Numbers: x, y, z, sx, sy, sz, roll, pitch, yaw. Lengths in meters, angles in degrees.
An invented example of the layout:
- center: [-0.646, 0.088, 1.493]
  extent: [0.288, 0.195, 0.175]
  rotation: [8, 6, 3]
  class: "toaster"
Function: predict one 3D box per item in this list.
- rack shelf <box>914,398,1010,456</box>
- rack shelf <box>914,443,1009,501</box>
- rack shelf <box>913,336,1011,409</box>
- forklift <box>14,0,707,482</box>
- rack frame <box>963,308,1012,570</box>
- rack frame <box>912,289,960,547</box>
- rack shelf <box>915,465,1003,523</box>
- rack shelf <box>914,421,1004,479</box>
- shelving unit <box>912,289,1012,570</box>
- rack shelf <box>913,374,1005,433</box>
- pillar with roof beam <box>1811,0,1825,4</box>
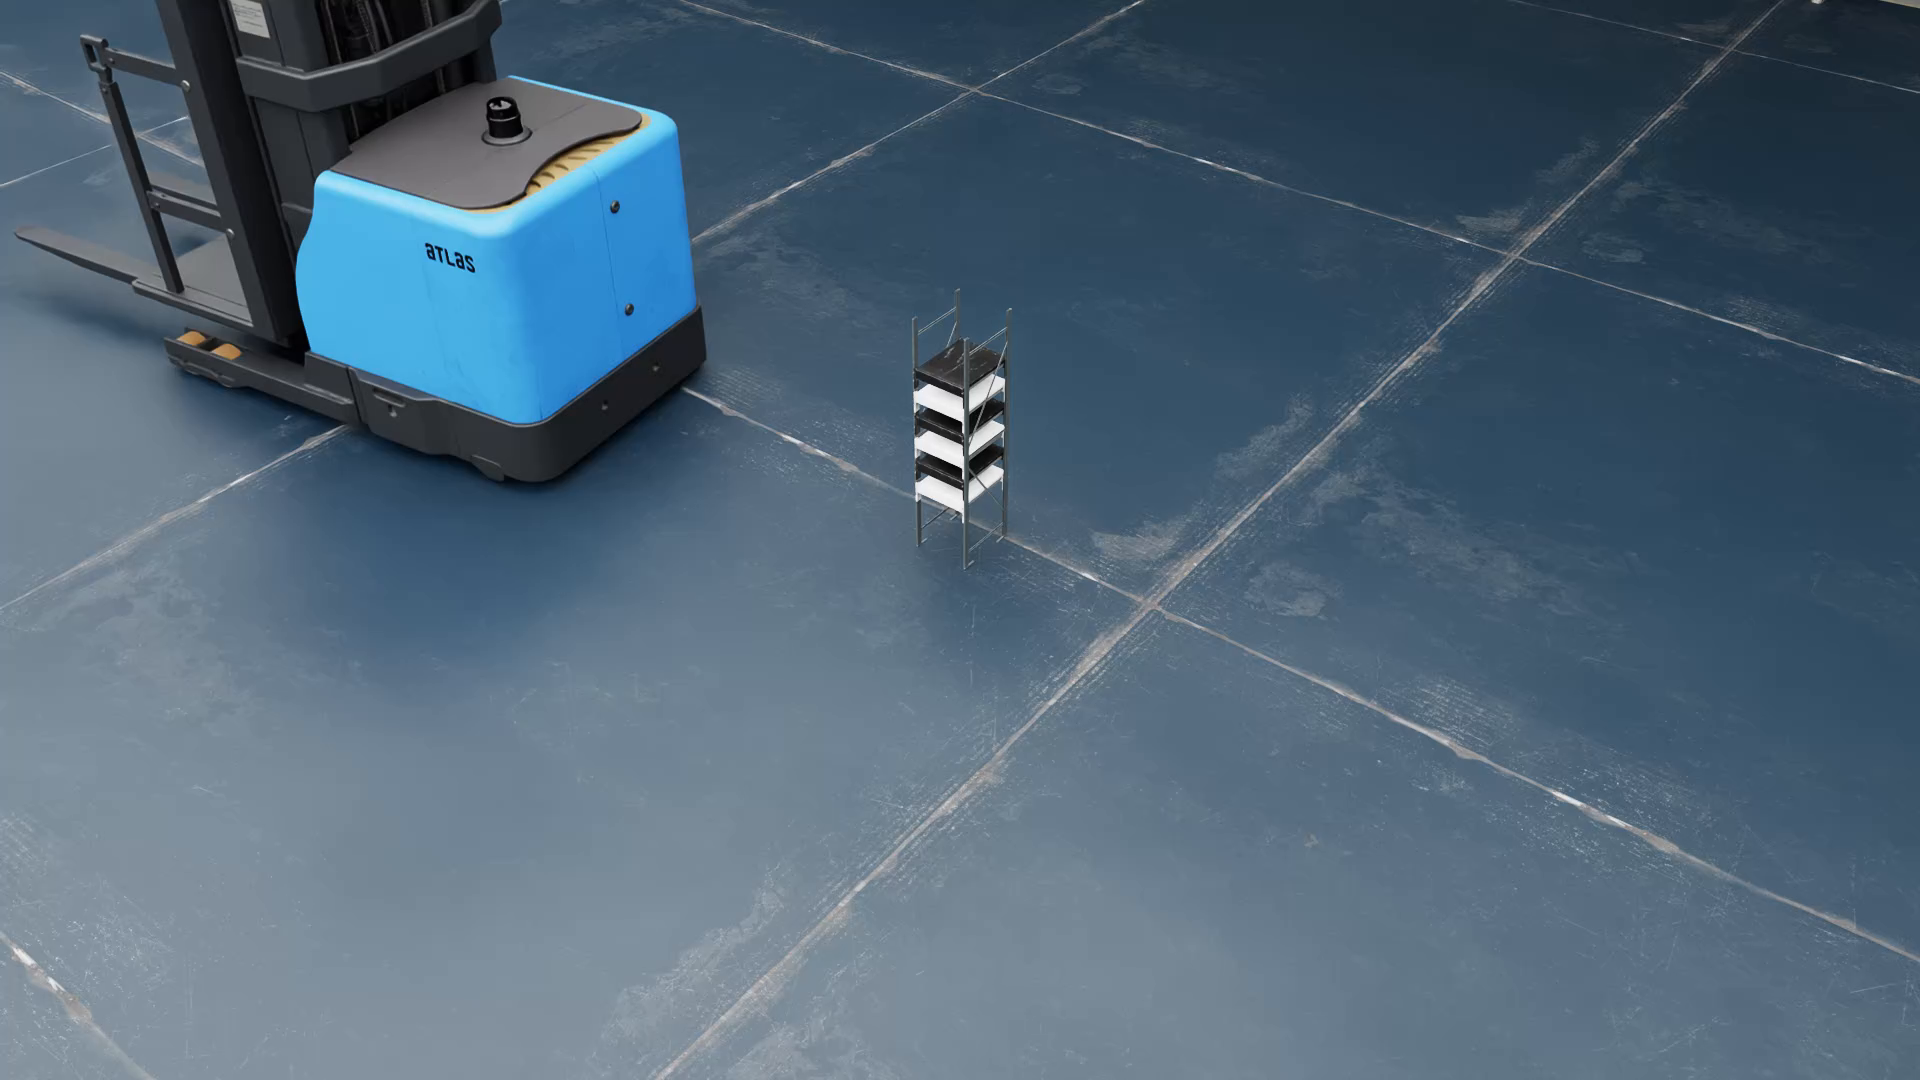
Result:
- center: [0.006, -0.396, 5.434]
  extent: [0.200, 0.077, 0.258]
  rotation: [25, 45, 29]
  class: "rack shelf"
- center: [0.006, -0.254, 5.545]
  extent: [0.200, 0.077, 0.258]
  rotation: [25, 45, 29]
  class: "rack shelf"
- center: [0.006, -0.538, 5.323]
  extent: [0.200, 0.077, 0.258]
  rotation: [25, 45, 29]
  class: "rack shelf"
- center: [-2.539, -2.015, 5.946]
  extent: [3.031, 2.935, 1.130]
  rotation: [19, 42, 23]
  class: "forklift"
- center: [0.087, -0.313, 5.420]
  extent: [0.006, 0.900, 0.240]
  rotation: [25, 45, 29]
  class: "rack frame"
- center: [-0.074, -0.389, 5.517]
  extent: [0.006, 0.900, 0.240]
  rotation: [25, 45, 29]
  class: "rack frame"
- center: [0.006, -0.183, 5.600]
  extent: [0.200, 0.077, 0.258]
  rotation: [25, 45, 29]
  class: "rack shelf"
- center: [0.006, -0.325, 5.489]
  extent: [0.200, 0.077, 0.258]
  rotation: [25, 45, 29]
  class: "rack shelf"
- center: [0.006, -0.351, 5.469]
  extent: [0.210, 0.900, 0.258]
  rotation: [25, 45, 29]
  class: "shelving unit"
- center: [0.006, -0.467, 5.378]
  extent: [0.200, 0.077, 0.258]
  rotation: [25, 45, 29]
  class: "rack shelf"
- center: [2.383, -4.737, 4.500]
  extent: [0.400, 9.000, 9.100]
  rotation: [25, 45, 29]
  class: "pillar with roof beam"
